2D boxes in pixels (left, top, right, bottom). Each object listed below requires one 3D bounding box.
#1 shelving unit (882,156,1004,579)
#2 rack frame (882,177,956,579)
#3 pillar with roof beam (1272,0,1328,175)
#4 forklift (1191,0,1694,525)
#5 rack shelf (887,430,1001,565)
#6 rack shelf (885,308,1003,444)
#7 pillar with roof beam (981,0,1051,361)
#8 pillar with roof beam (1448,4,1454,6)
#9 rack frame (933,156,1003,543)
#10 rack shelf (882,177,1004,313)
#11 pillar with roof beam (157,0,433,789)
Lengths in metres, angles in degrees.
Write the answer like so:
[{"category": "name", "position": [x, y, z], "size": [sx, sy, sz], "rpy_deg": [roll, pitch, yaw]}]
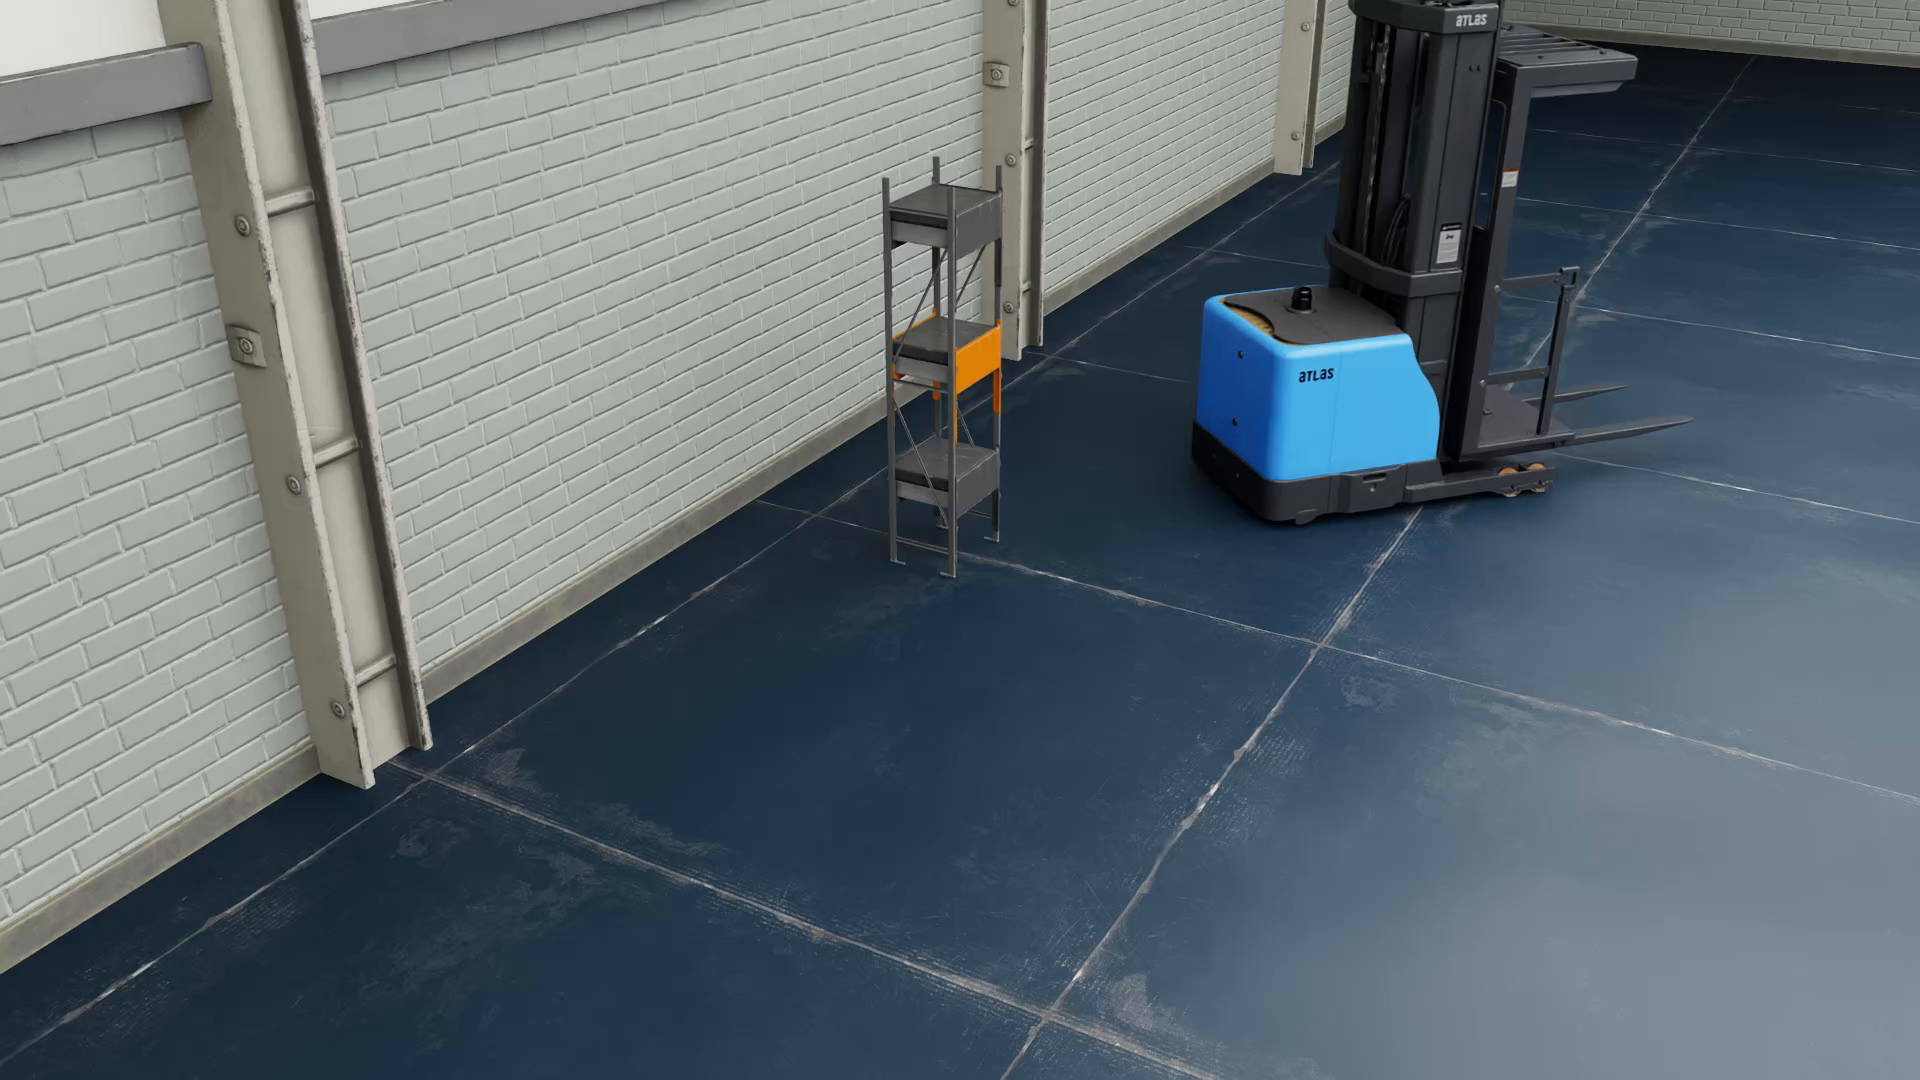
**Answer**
[{"category": "shelving unit", "position": [-0.081, -0.874, 8.651], "size": [0.431, 2.100, 0.503], "rpy_deg": [14, 30, 26]}, {"category": "rack frame", "position": [-0.201, -0.779, 8.461], "size": [0.400, 2.100, 0.015], "rpy_deg": [14, 30, 26]}, {"category": "pillar with roof beam", "position": [7.073, -6.795, 12.771], "size": [9.100, 9.000, 0.400], "rpy_deg": [14, 30, 26]}, {"category": "forklift", "position": [2.978, -1.777, 9.526], "size": [3.031, 2.935, 1.130], "rpy_deg": [-9, 28, -17]}, {"category": "rack shelf", "position": [-0.081, -0.236, 8.971], "size": [0.431, 0.518, 0.480], "rpy_deg": [14, 30, 26]}, {"category": "rack shelf", "position": [-0.081, -0.862, 8.657], "size": [0.431, 0.518, 0.480], "rpy_deg": [14, 30, 26]}, {"category": "pillar with roof beam", "position": [4.121, -4.457, 8.100], "size": [9.100, 9.000, 0.400], "rpy_deg": [14, 30, 26]}, {"category": "pillar with roof beam", "position": [10.025, -9.133, 17.442], "size": [9.100, 9.000, 0.400], "rpy_deg": [14, 30, 26]}, {"category": "rack frame", "position": [0.039, -0.970, 8.841], "size": [0.400, 2.100, 0.015], "rpy_deg": [14, 30, 26]}, {"category": "rack shelf", "position": [-0.081, -1.488, 8.344], "size": [0.431, 0.518, 0.480], "rpy_deg": [14, 30, 26]}, {"category": "pillar with roof beam", "position": [1.170, -2.118, 3.429], "size": [9.100, 9.000, 0.400], "rpy_deg": [14, 30, 26]}]
